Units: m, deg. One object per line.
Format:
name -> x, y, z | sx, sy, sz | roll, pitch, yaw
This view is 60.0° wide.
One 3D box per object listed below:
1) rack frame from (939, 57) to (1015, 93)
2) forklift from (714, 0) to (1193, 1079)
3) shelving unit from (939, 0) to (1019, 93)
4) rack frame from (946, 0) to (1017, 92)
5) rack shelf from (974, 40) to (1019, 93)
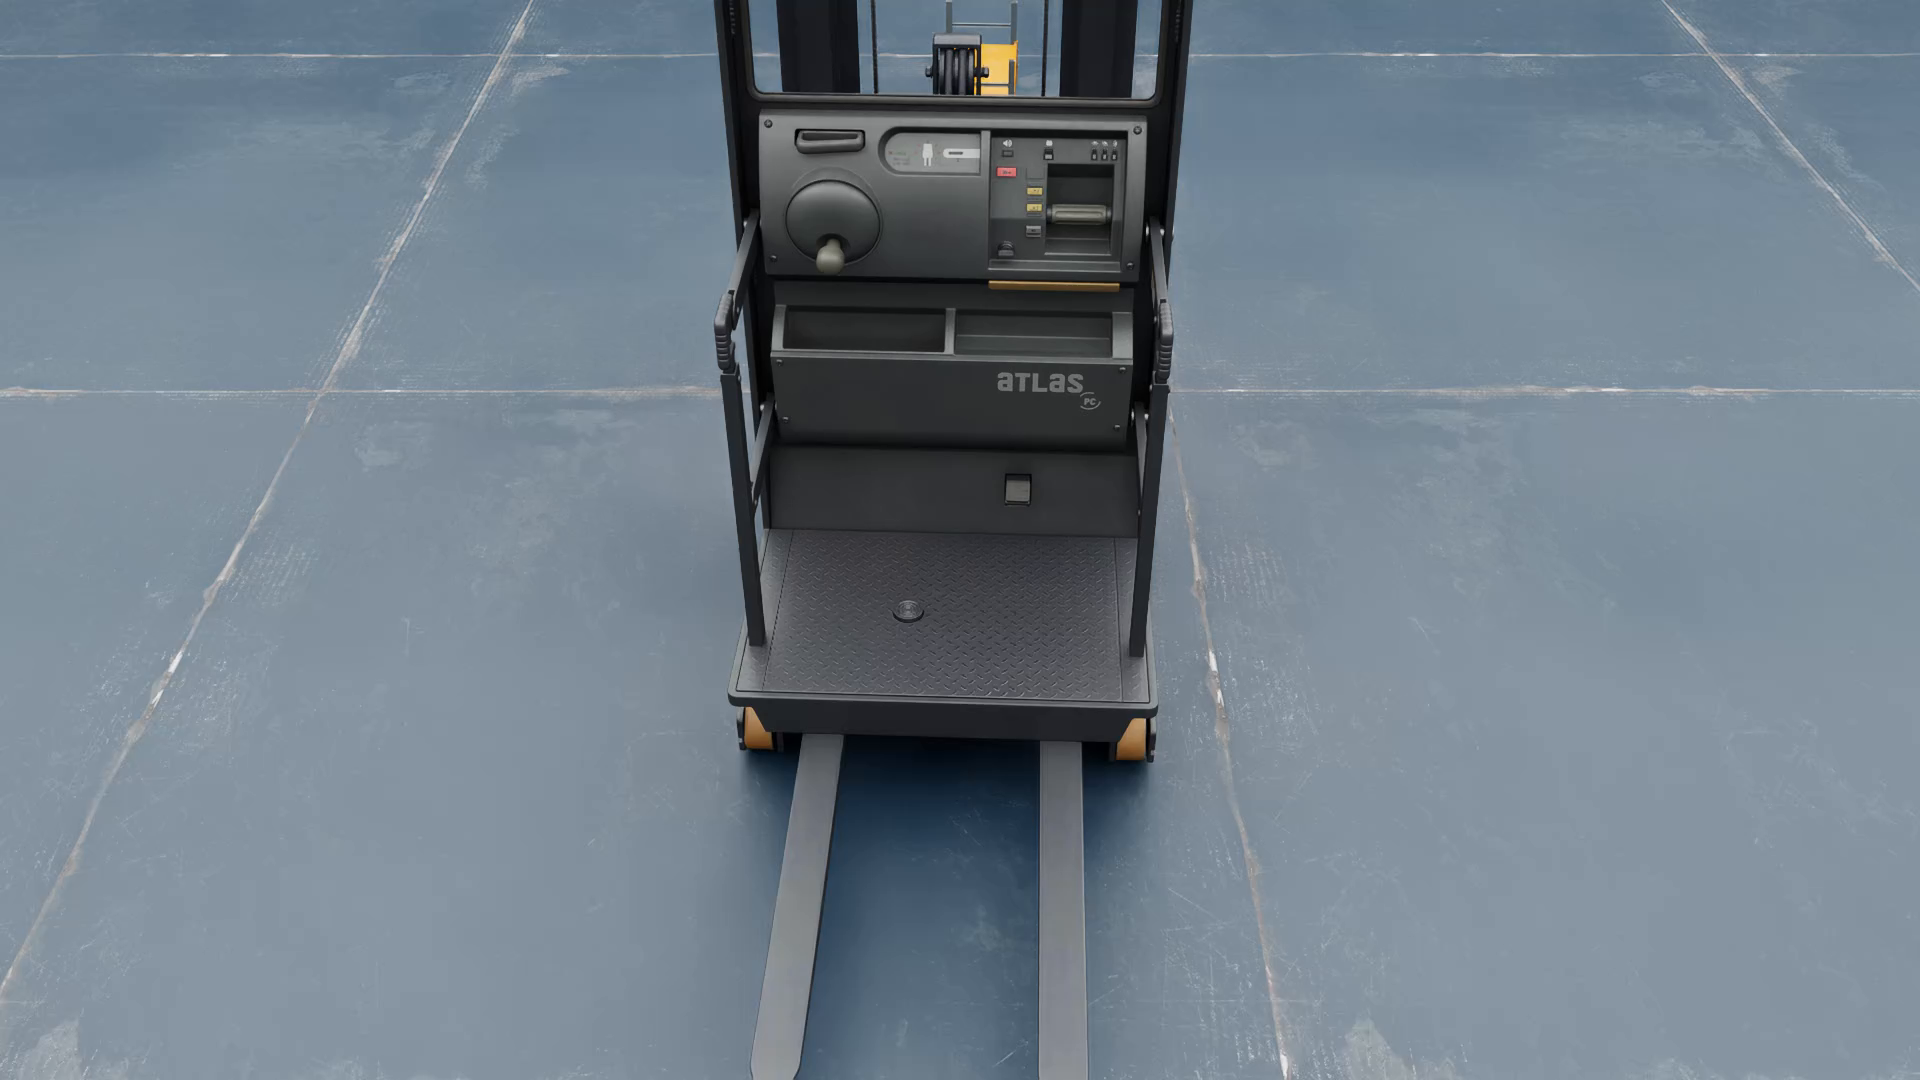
rack frame -> 0.053, -1.041, 5.589 | 0.240, 1.200, 0.015 | 1, 39, 2
forklift -> -0.026, -0.755, 3.848 | 1.130, 2.935, 3.031 | 1, 39, 2
shelving unit -> 0.063, -1.193, 5.779 | 0.258, 1.200, 0.503 | 1, 39, 2
rack frame -> 0.073, -1.346, 5.970 | 0.240, 1.200, 0.015 | 1, 39, 2
rack shelf -> 0.063, -1.500, 5.534 | 0.258, 0.148, 0.480 | 1, 39, 2
